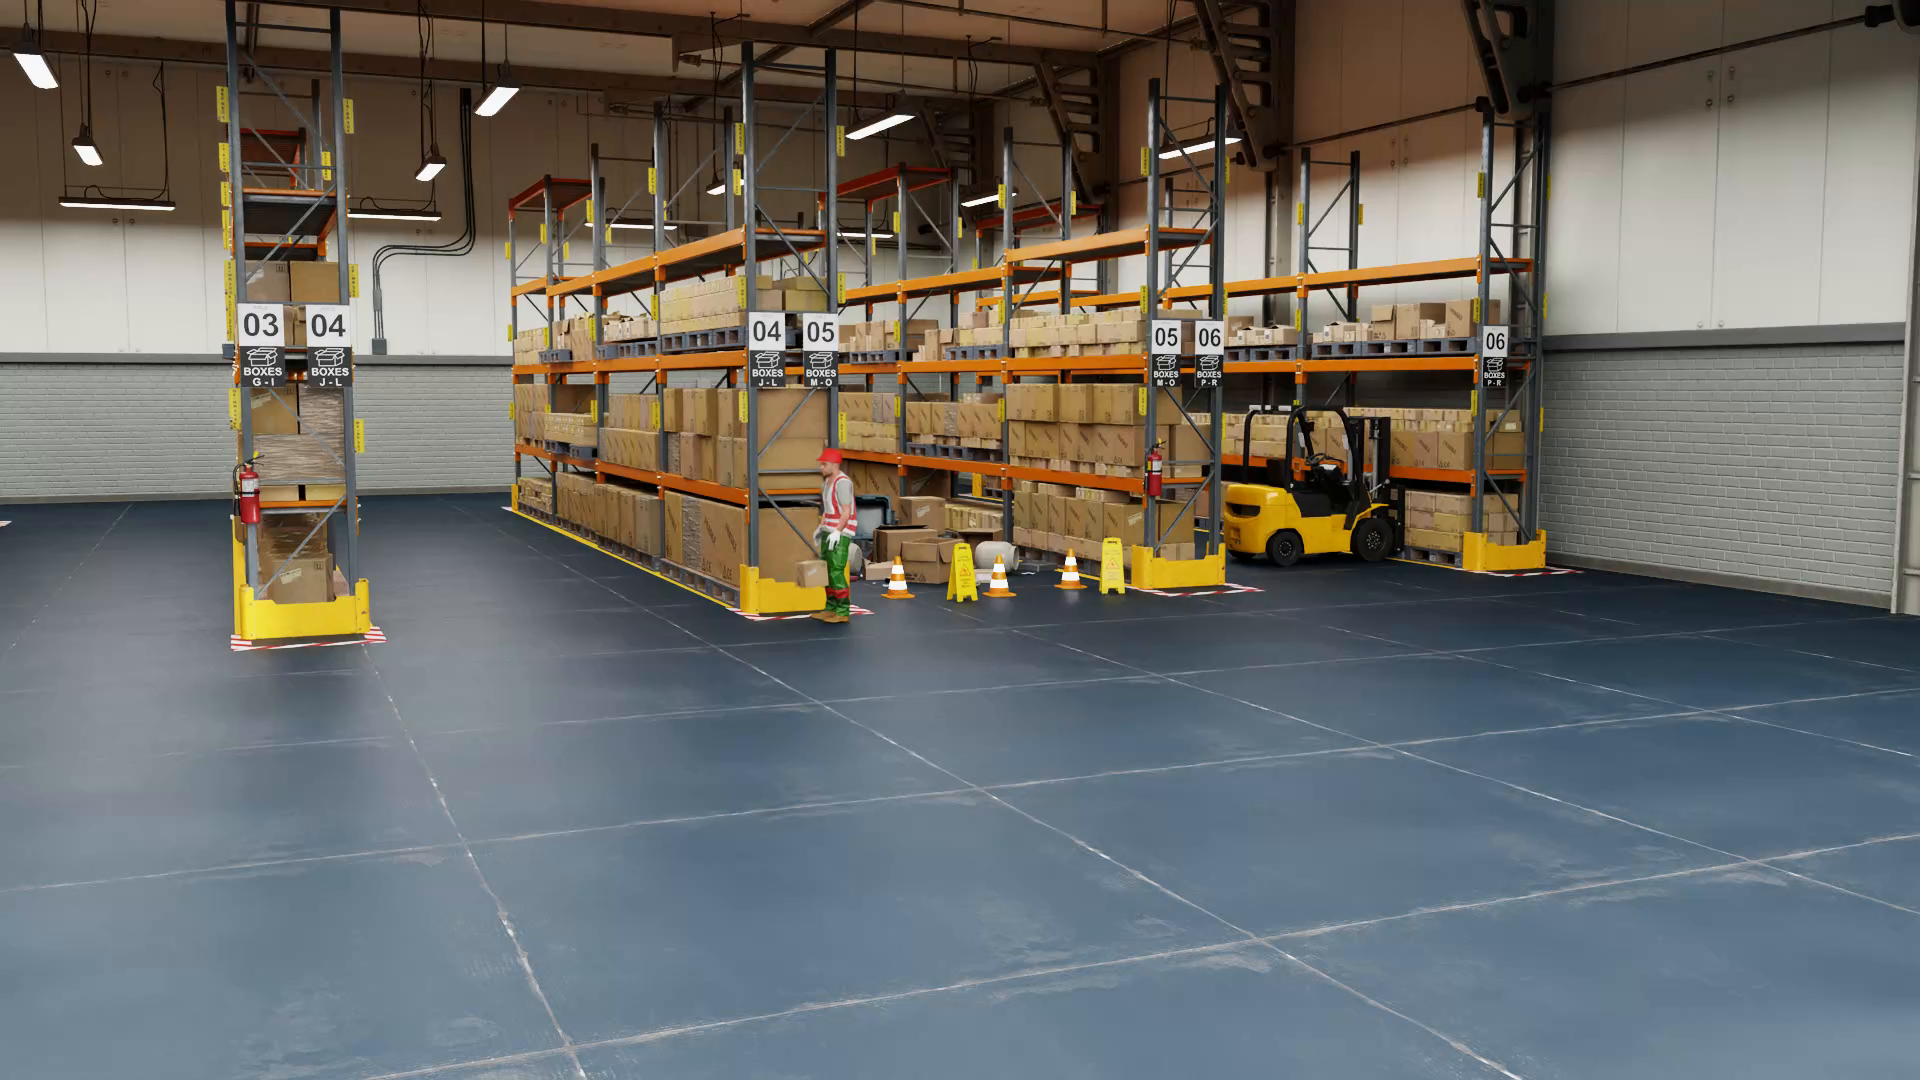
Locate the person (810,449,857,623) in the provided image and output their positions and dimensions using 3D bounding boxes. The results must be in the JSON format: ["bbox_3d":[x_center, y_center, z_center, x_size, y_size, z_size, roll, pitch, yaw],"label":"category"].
[{"bbox_3d":[-1.288,-0.049,17.113,0.416,1.785,0.553,-3,6,-25],"label":"person"}]
